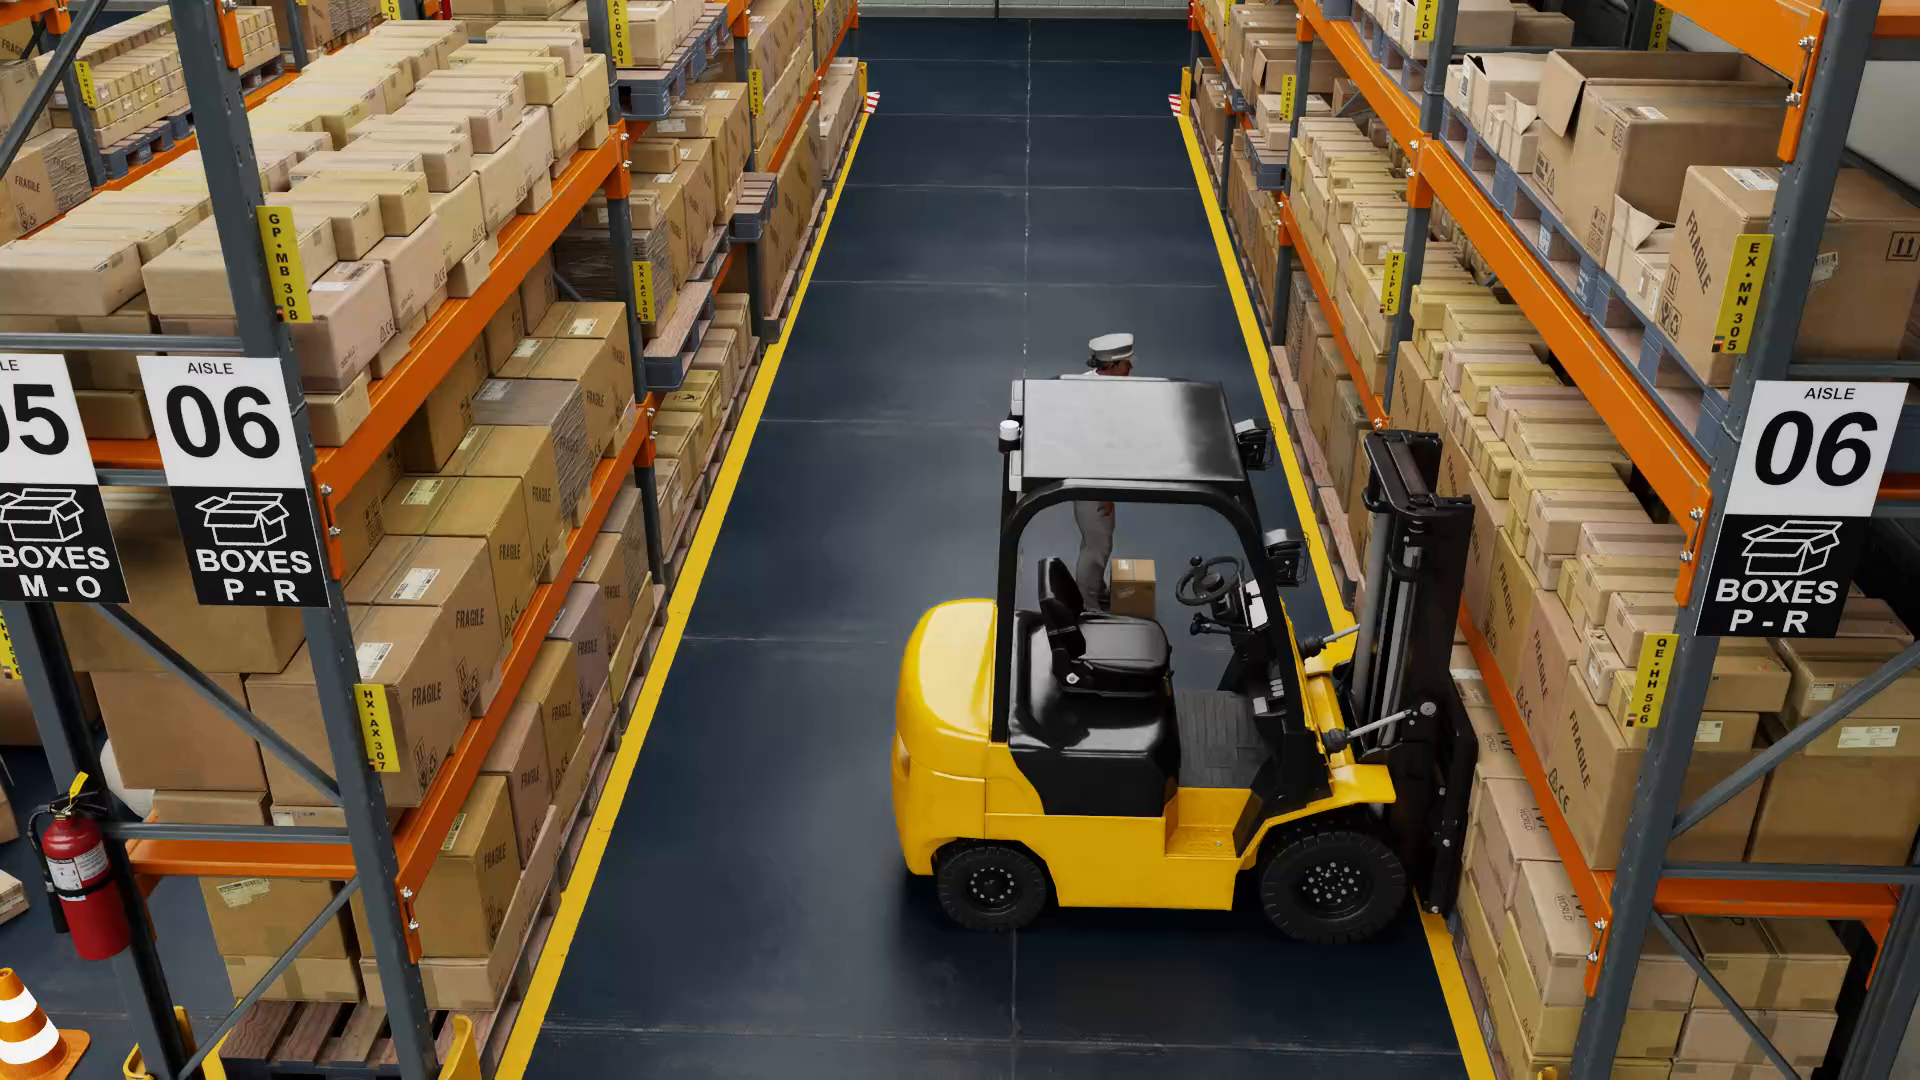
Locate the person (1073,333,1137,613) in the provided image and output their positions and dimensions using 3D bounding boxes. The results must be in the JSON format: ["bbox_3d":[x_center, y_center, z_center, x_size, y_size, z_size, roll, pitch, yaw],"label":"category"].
[{"bbox_3d":[0.774,-0.343,9.259,0.421,1.664,0.532,0,28,-1],"label":"person"}]
